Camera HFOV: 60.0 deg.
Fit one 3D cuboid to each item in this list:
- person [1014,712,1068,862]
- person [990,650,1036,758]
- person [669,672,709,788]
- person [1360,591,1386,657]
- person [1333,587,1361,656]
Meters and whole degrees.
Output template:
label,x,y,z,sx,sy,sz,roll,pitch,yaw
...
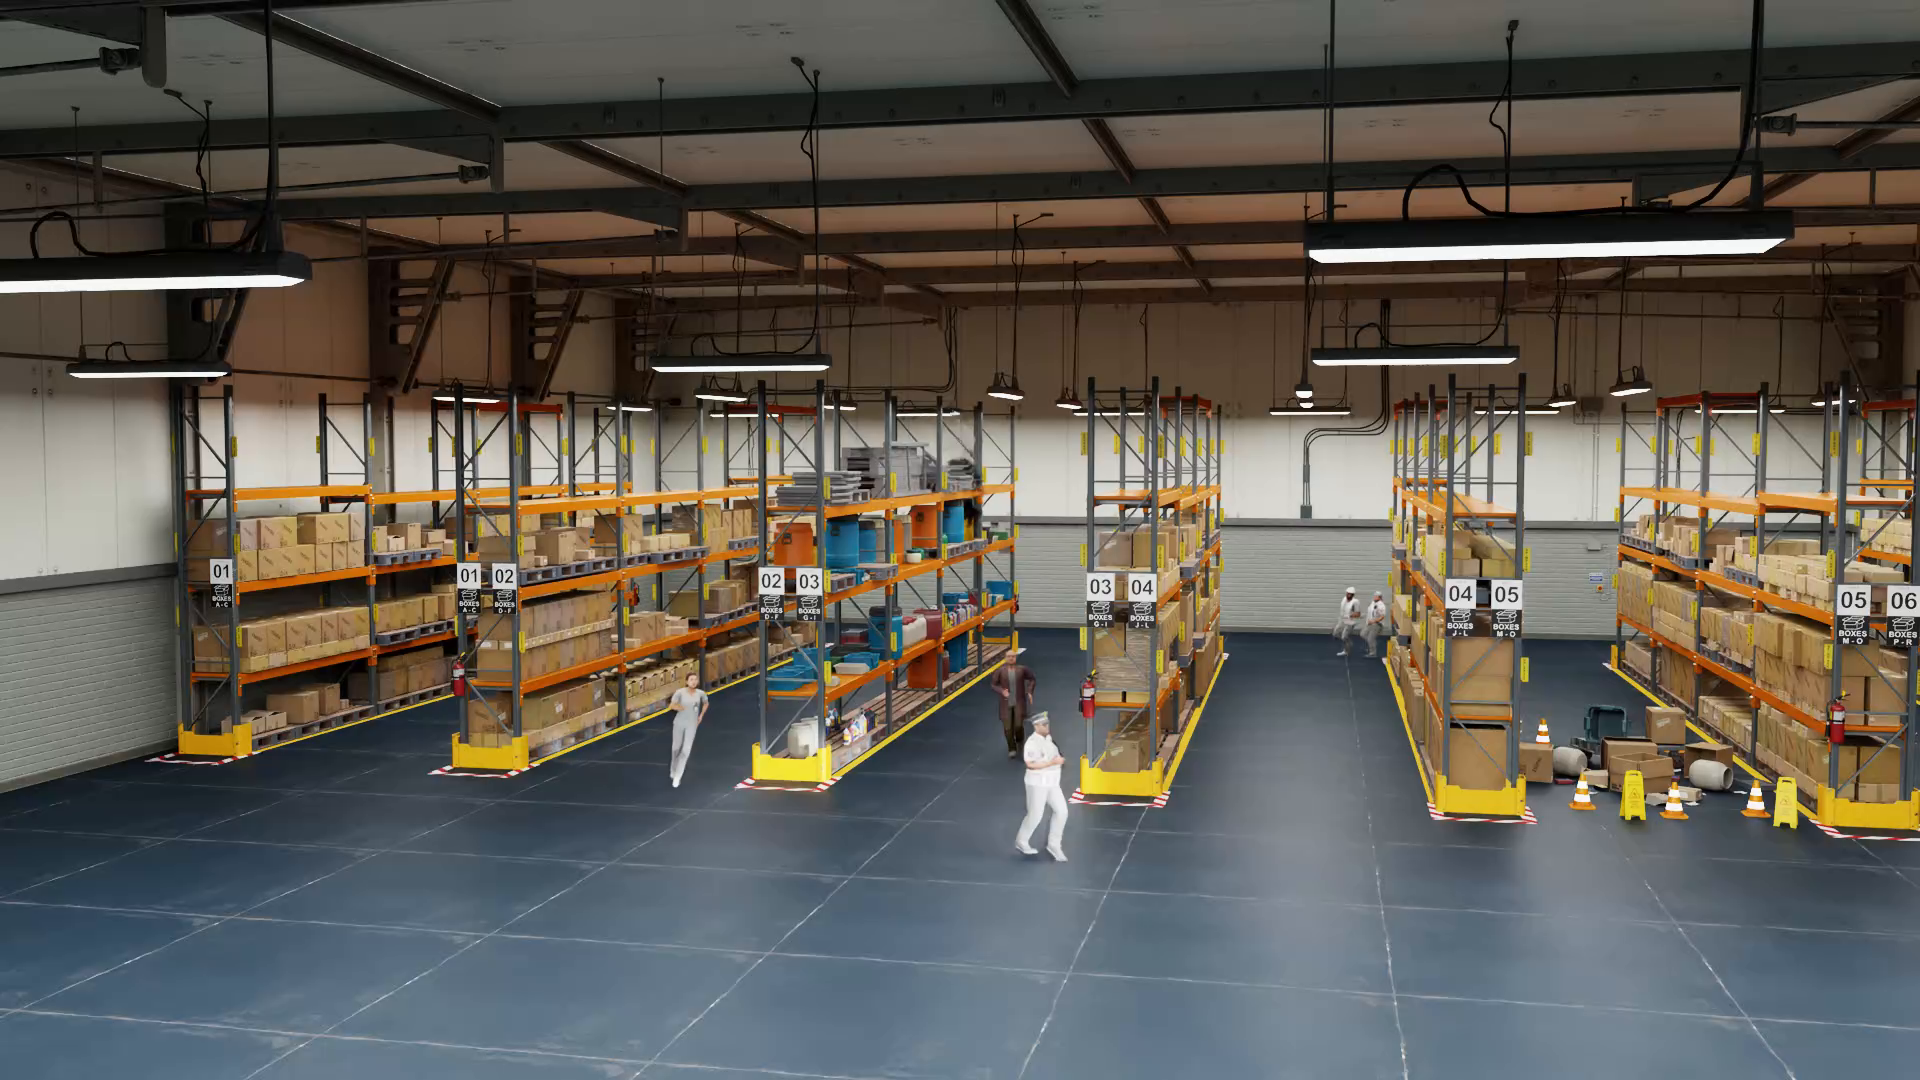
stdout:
label,x,y,z,sx,sy,sz,roll,pitch,yaw
person,1.002,2.993,20.148,0.748,1.850,0.640,3,4,40
person,0.836,2.643,26.678,0.717,1.721,0.639,0,3,7
person,-4.047,2.804,24.784,0.586,1.669,0.721,0,3,-6
person,9.783,2.003,39.370,0.539,1.596,0.637,-1,3,-23
person,9.179,1.945,39.455,0.552,1.684,0.775,-2,4,-28
